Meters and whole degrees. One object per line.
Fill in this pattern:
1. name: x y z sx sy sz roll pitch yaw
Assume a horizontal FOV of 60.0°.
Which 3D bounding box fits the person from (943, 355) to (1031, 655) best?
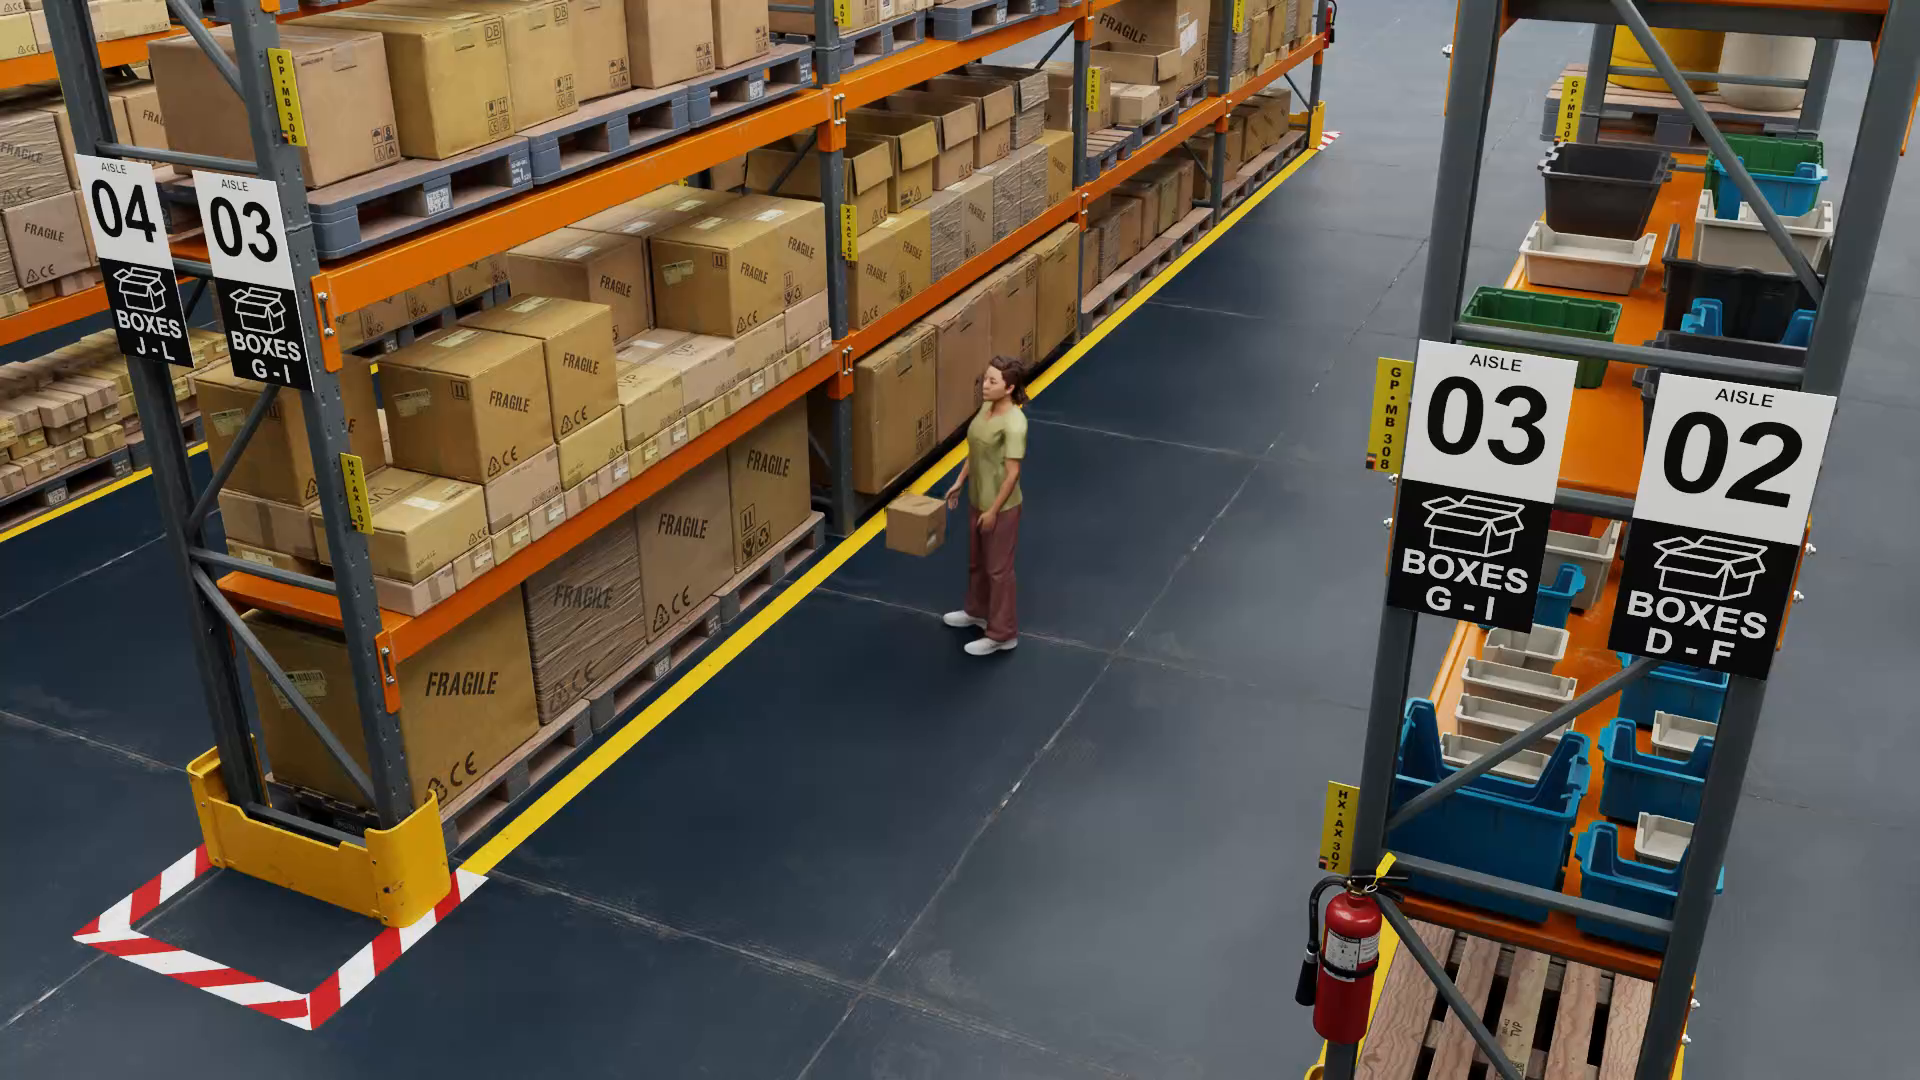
1. person: 0.164 -0.204 8.993 0.414 1.680 0.536 -9 28 -18
